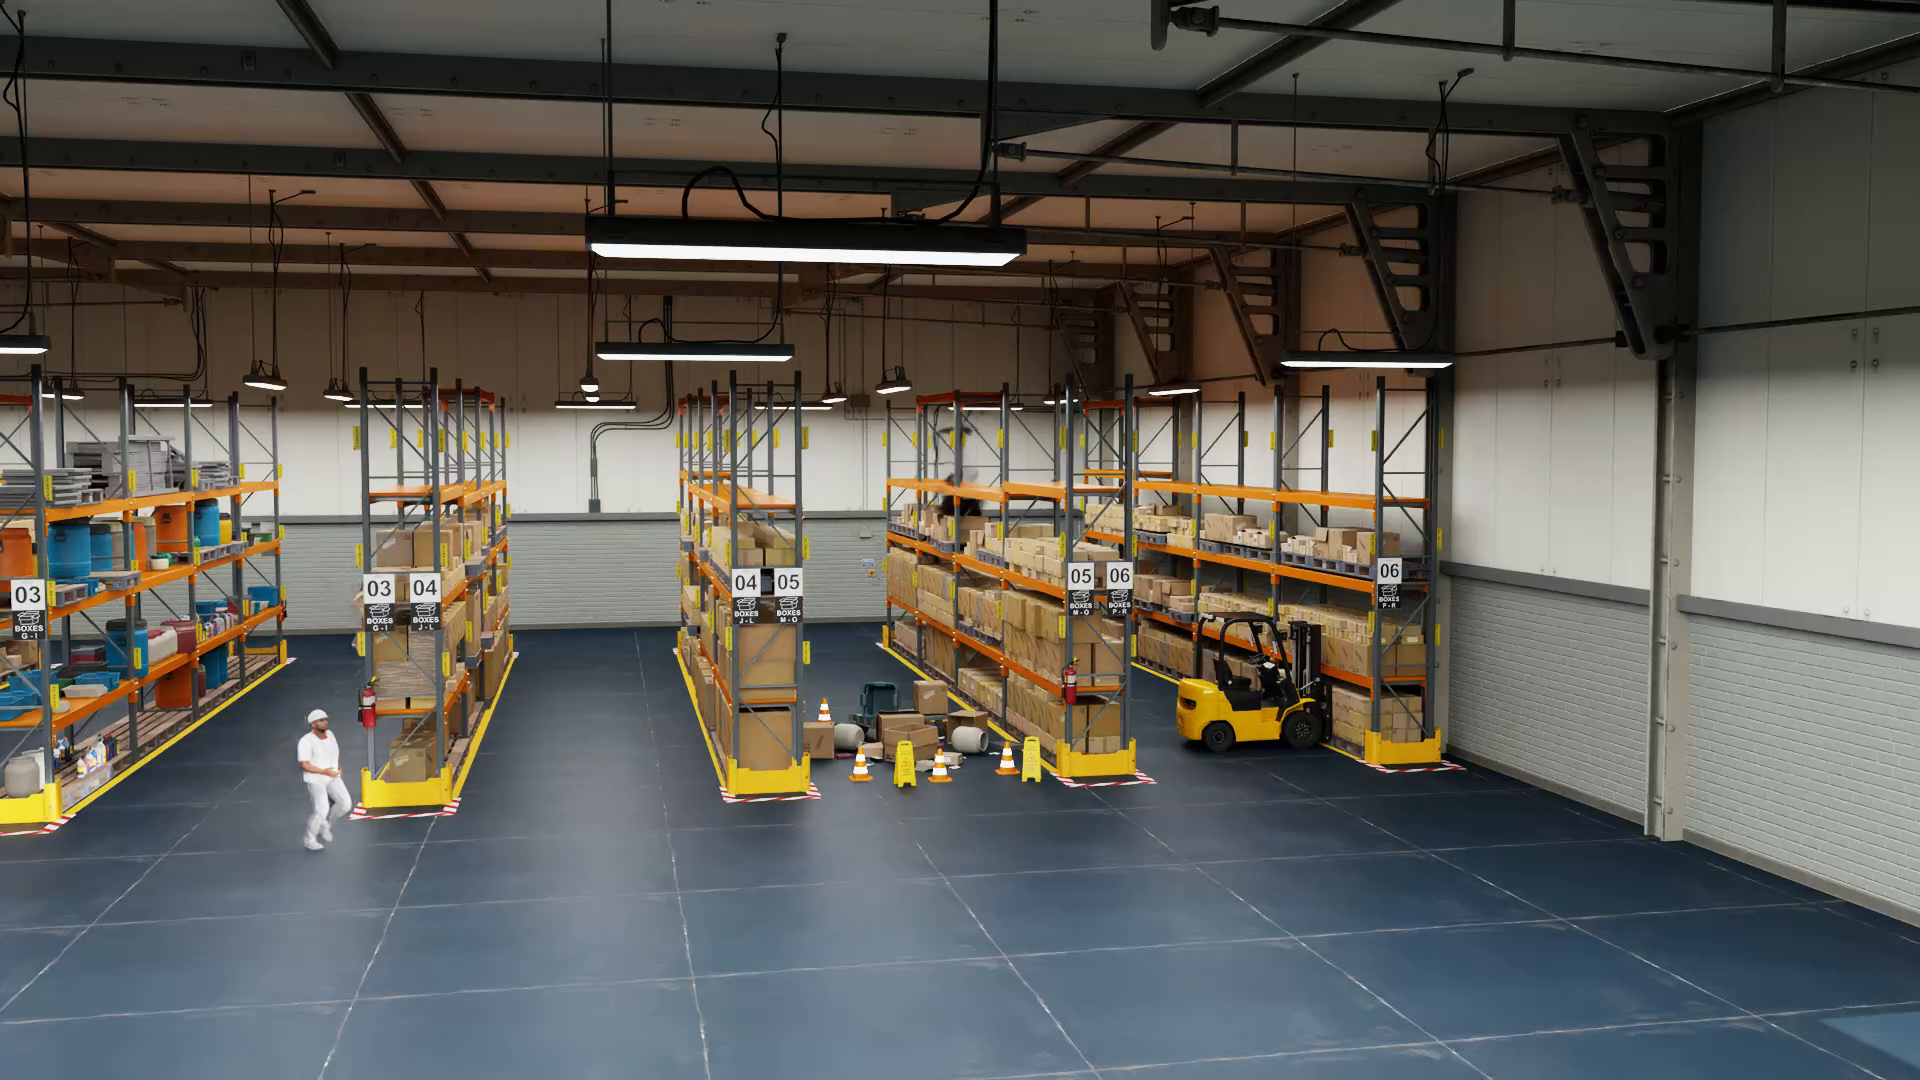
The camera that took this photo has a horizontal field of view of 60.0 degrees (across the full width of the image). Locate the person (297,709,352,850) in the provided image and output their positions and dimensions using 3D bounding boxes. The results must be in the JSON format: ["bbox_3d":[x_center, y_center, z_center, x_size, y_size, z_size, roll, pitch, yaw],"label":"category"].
[{"bbox_3d":[-7.749,2.922,20.322,0.635,1.717,0.687,2,4,24],"label":"person"}]

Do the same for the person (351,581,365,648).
[{"bbox_3d":[-14.116,1.814,39.553,0.735,1.725,0.544,-1,3,-10],"label":"person"}]
